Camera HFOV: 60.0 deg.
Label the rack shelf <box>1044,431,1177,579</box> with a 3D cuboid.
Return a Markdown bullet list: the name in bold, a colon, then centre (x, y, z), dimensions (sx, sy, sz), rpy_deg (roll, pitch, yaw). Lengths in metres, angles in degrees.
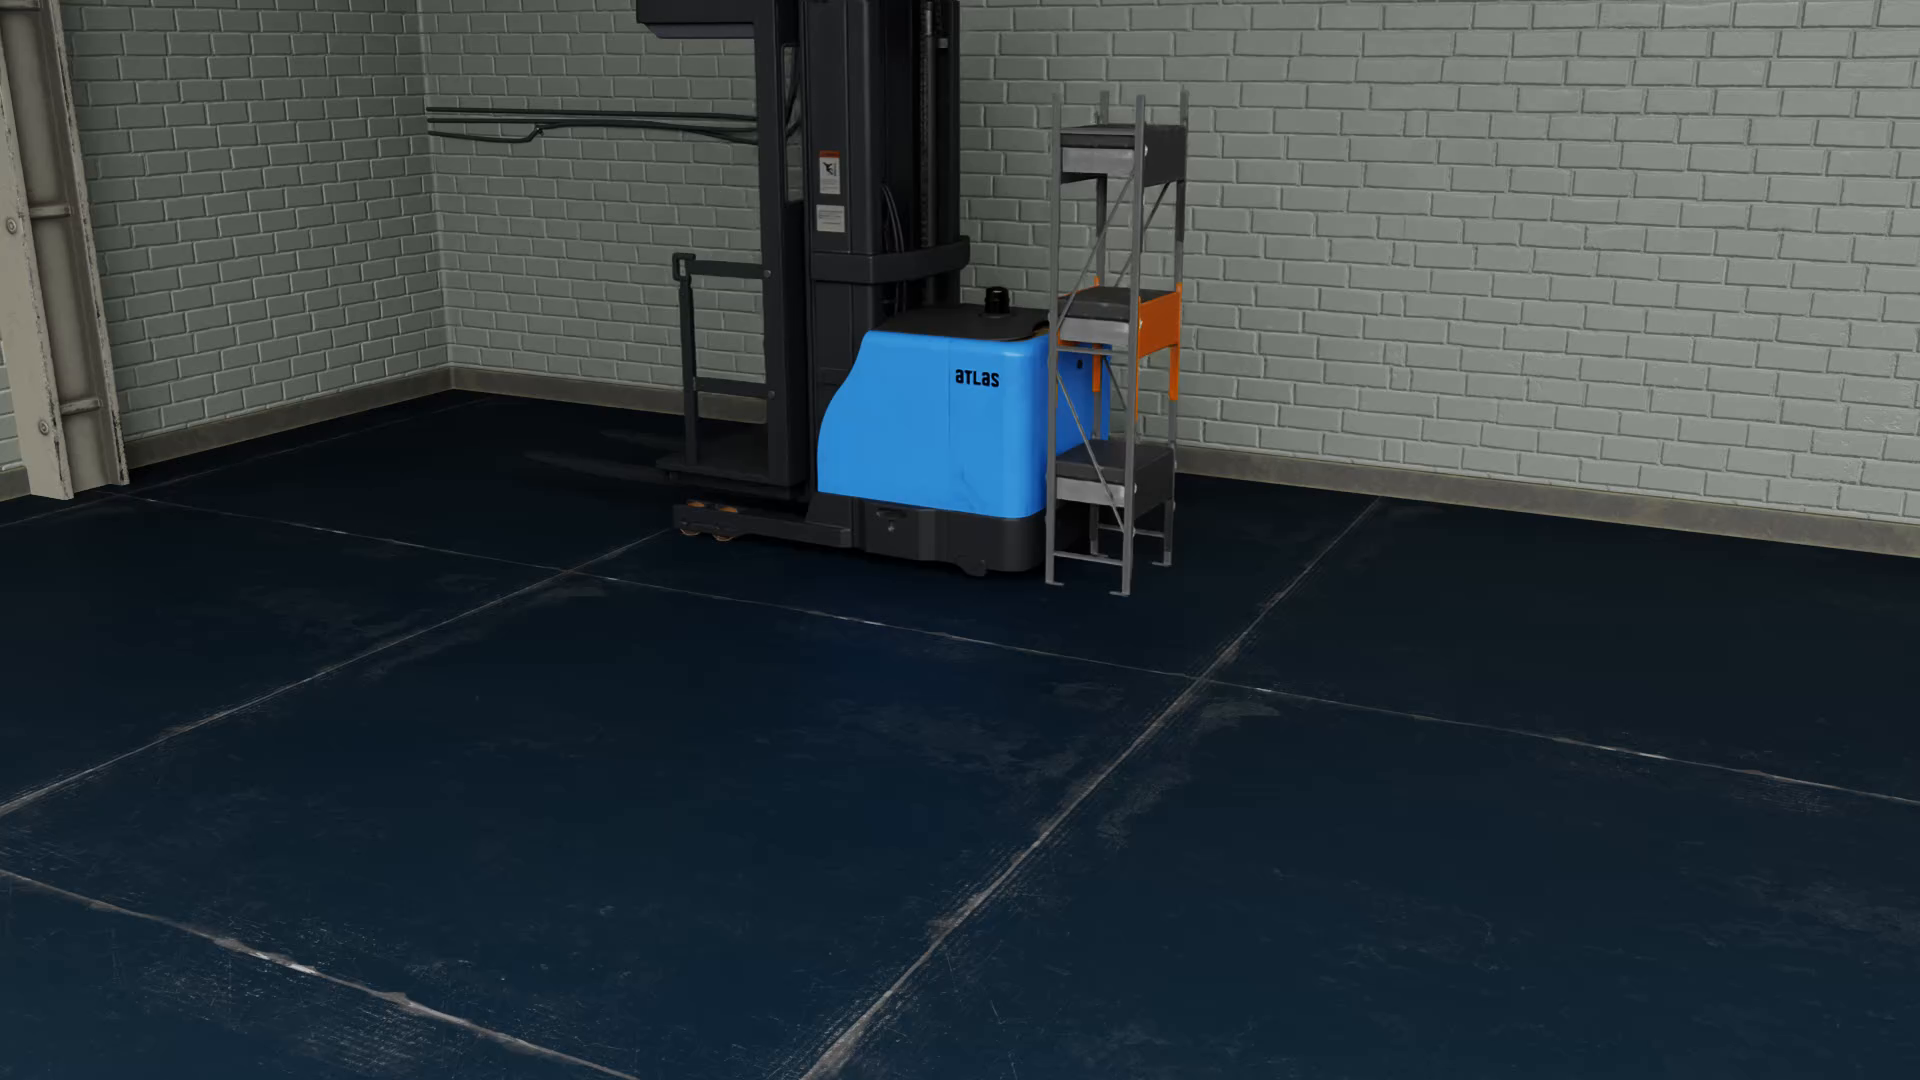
- **rack shelf**: centre (0.673, -0.165, 7.400), dimensions (0.431, 0.518, 0.480), rpy_deg (9, 19, 27)

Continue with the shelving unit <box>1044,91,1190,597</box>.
- **shelving unit**: centre (0.673, -0.849, 7.196), dimensions (0.431, 2.100, 0.503), rpy_deg (9, 19, 27)

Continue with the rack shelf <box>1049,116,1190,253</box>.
- **rack shelf**: centre (0.673, -1.507, 7.001), dimensions (0.431, 0.518, 0.480), rpy_deg (9, 19, 27)

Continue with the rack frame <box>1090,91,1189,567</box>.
- **rack frame**: centre (0.788, -0.911, 7.403), dimensions (0.400, 2.100, 0.015), rpy_deg (9, 19, 27)

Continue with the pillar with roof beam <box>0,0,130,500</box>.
- **pillar with roof beam**: centre (-0.896, -4.046, 5.841), dimensions (9.100, 9.000, 0.400), rpy_deg (8, 18, 25)

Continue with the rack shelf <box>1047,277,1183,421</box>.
- **rack shelf**: centre (0.673, -0.836, 7.200), dimensions (0.431, 0.518, 0.480), rpy_deg (9, 19, 27)

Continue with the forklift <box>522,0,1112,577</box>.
- **forklift**: centre (-0.815, -1.519, 7.991), dimensions (3.031, 2.935, 1.130), rpy_deg (9, 19, 27)

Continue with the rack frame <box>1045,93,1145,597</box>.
- **rack frame**: centre (0.557, -0.788, 6.990), dimensions (0.400, 2.100, 0.015), rpy_deg (9, 19, 27)

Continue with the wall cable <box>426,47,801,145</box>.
- **wall cable**: centre (-2.248, -3.687, 10.087), dimensions (3.097, 2.526, 0.112), rpy_deg (8, 18, 25)
